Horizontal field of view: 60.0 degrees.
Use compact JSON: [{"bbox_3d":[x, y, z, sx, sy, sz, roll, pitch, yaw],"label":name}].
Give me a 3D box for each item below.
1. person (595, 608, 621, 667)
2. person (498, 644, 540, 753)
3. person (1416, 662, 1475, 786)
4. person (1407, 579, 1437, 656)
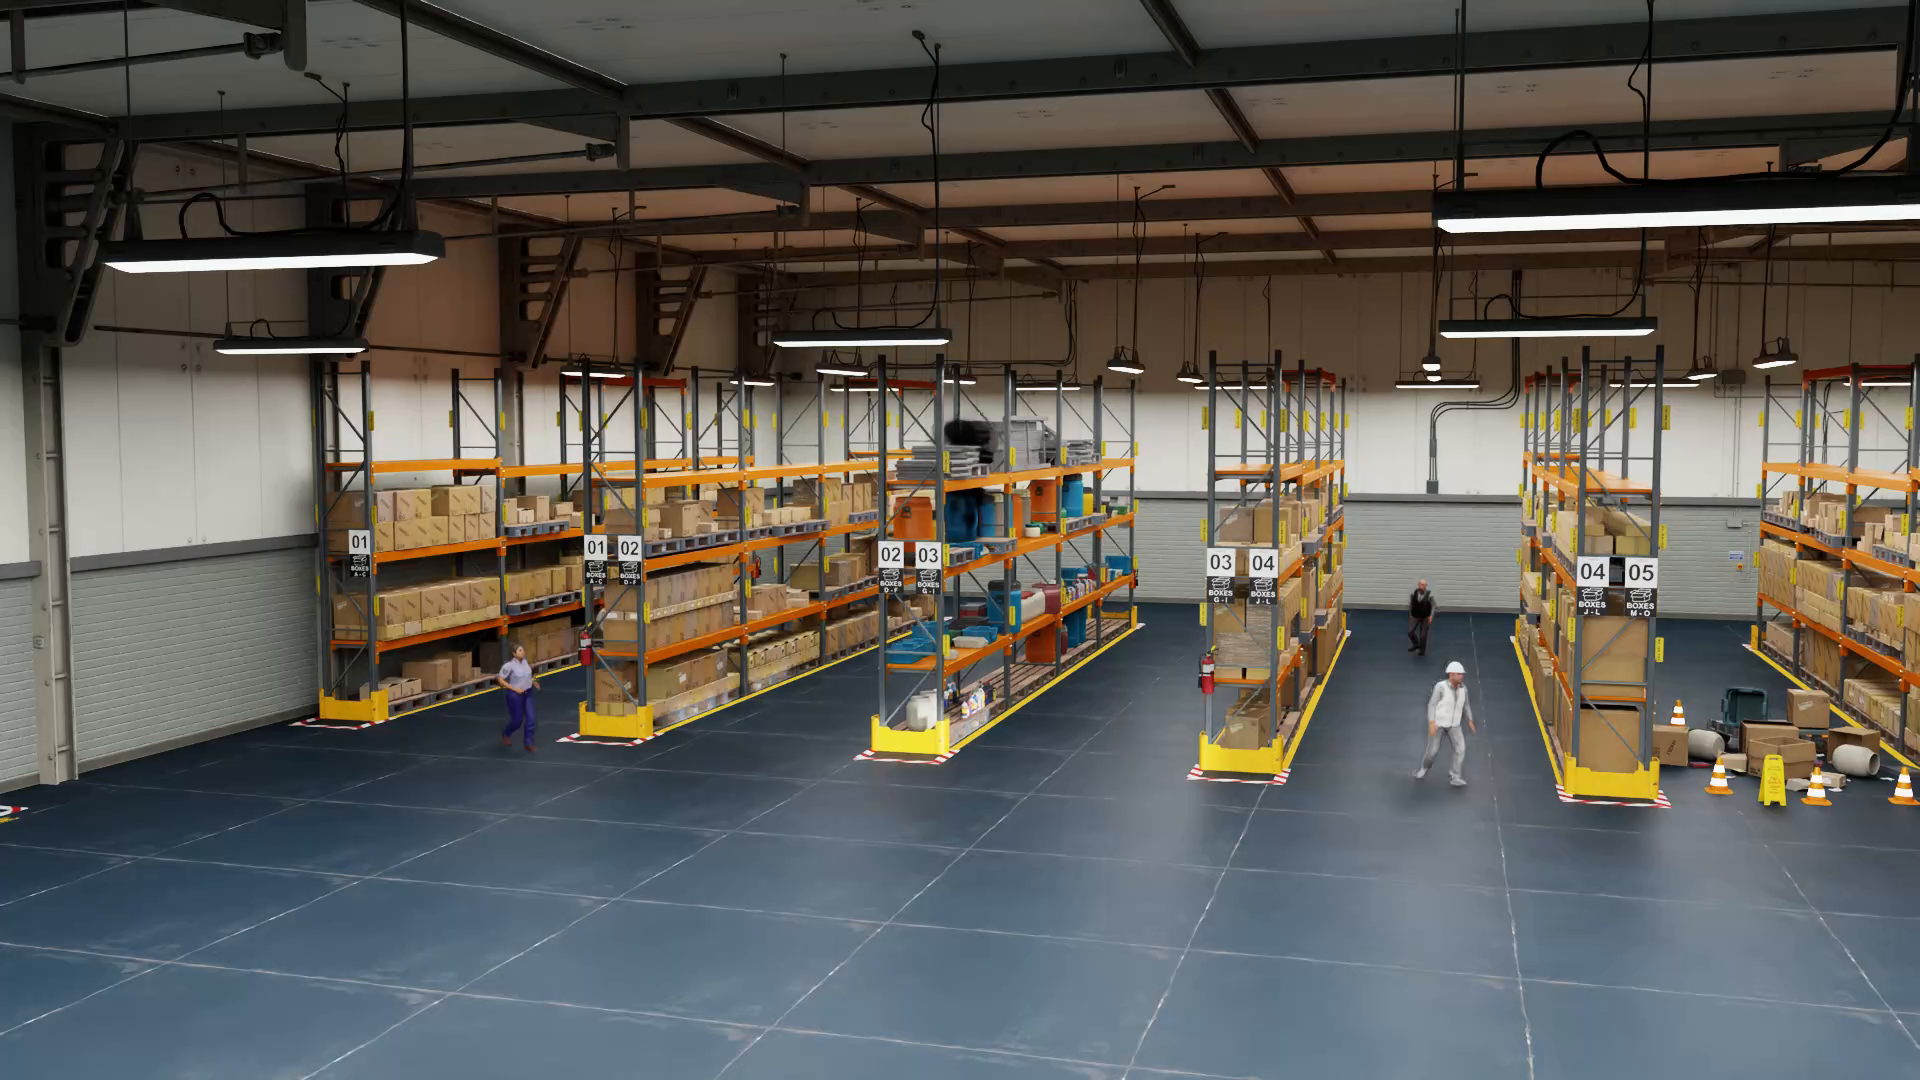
[{"bbox_3d":[-6.442,1.897,30.960,0.644,1.842,0.878,1,4,15],"label":"person"},{"bbox_3d":[-6.719,2.410,25.250,0.742,1.665,0.656,3,5,31],"label":"person"},{"bbox_3d":[6.725,2.517,23.013,0.731,1.713,0.814,-1,4,-18],"label":"person"},{"bbox_3d":[9.789,1.645,35.270,0.675,1.672,0.652,2,5,30],"label":"person"}]
